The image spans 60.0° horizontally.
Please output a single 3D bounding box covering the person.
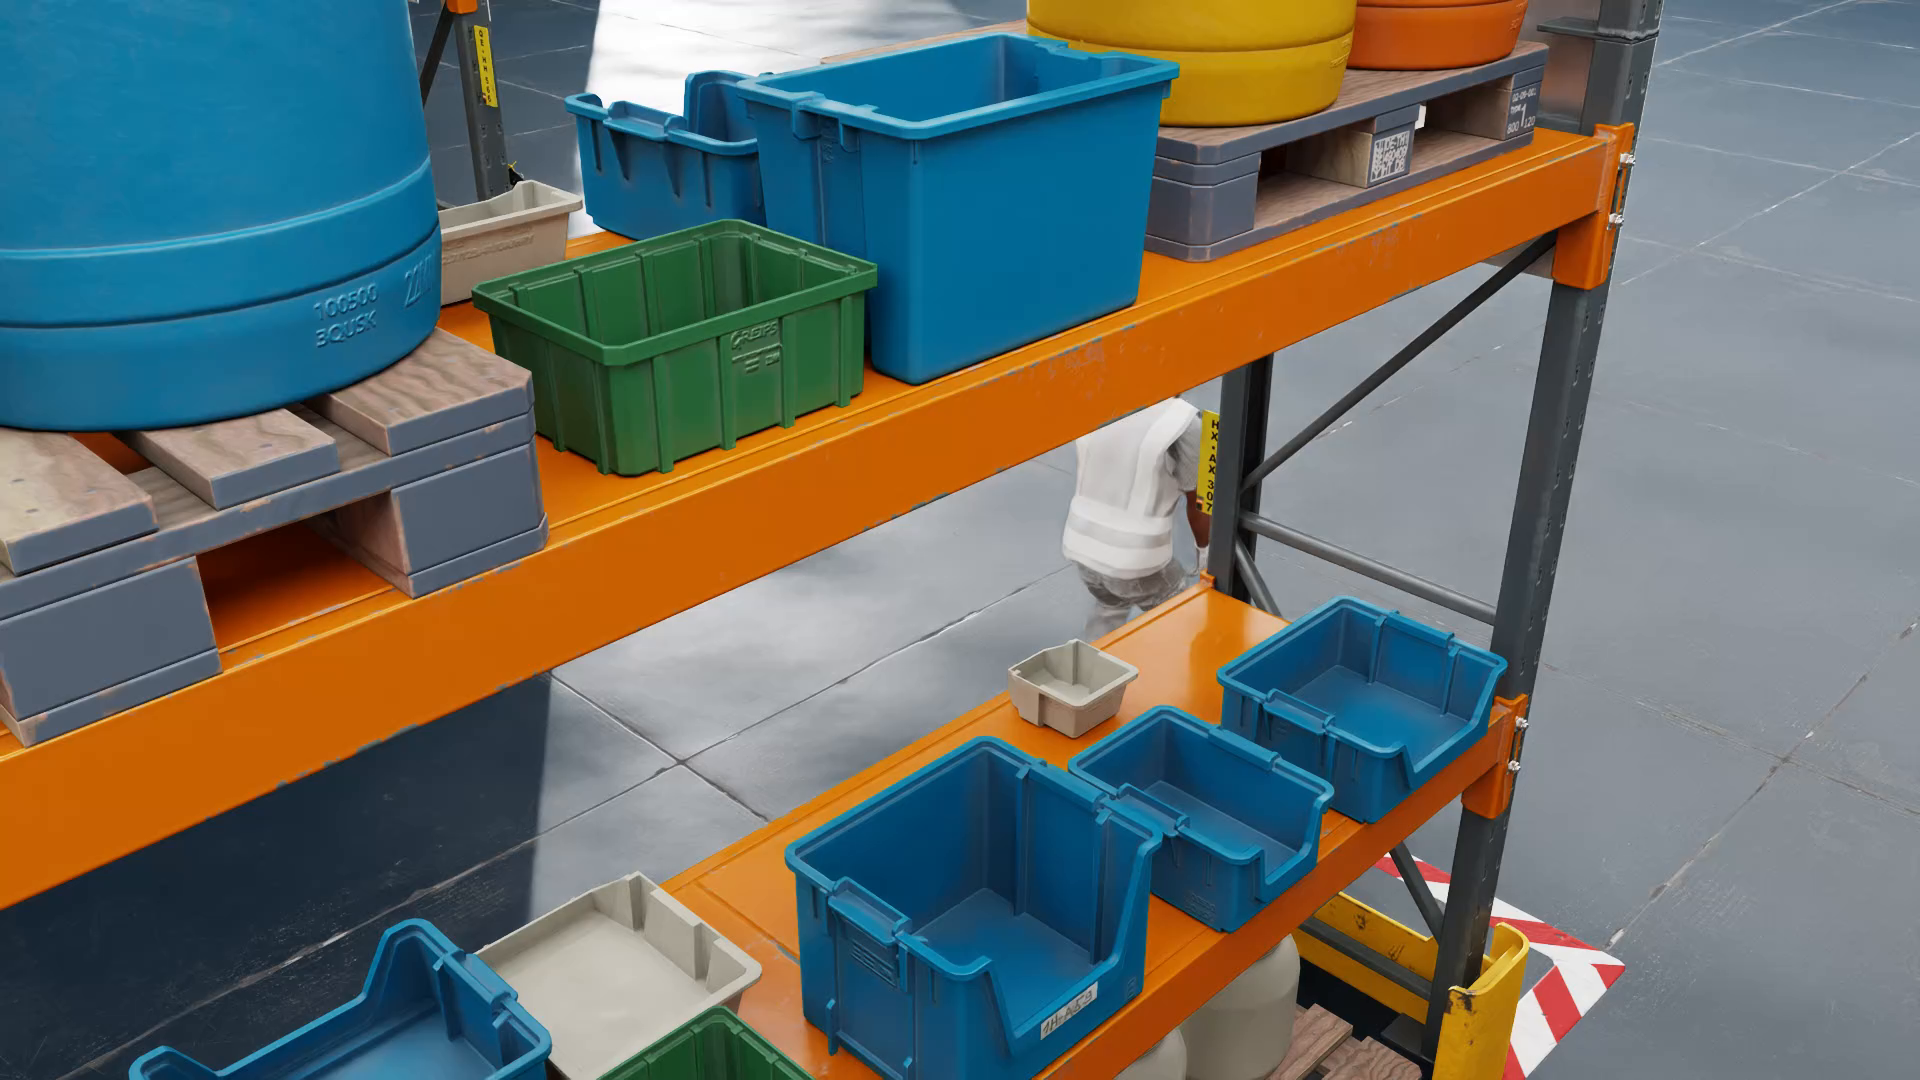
[{"bbox_3d":[0.664,-0.008,6.313,0.630,1.601,0.601,-25,36,-39],"label":"person"}]
